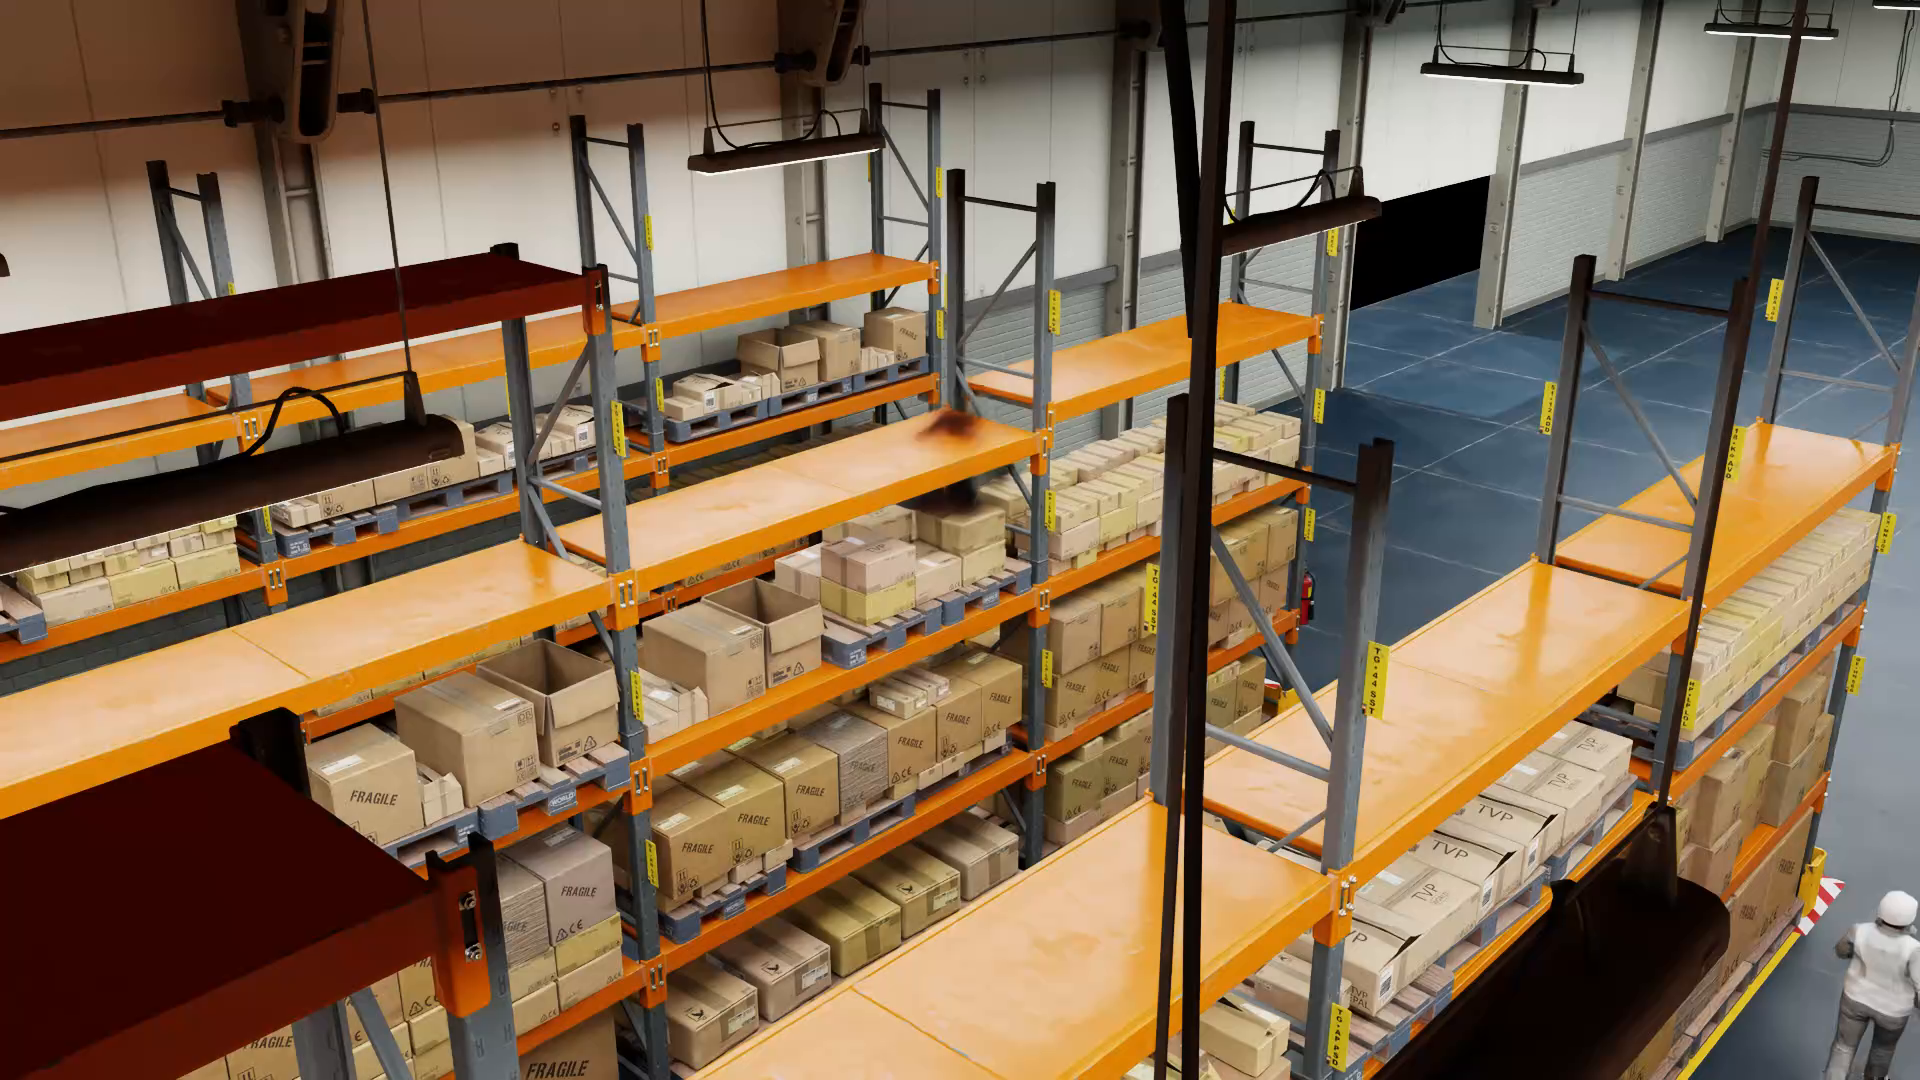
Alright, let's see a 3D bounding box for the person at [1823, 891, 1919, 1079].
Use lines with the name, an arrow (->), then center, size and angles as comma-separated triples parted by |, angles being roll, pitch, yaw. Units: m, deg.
person -> 6.274, 3.155, 11.377 | 0.656, 1.758, 0.970 | 17, 27, 37
